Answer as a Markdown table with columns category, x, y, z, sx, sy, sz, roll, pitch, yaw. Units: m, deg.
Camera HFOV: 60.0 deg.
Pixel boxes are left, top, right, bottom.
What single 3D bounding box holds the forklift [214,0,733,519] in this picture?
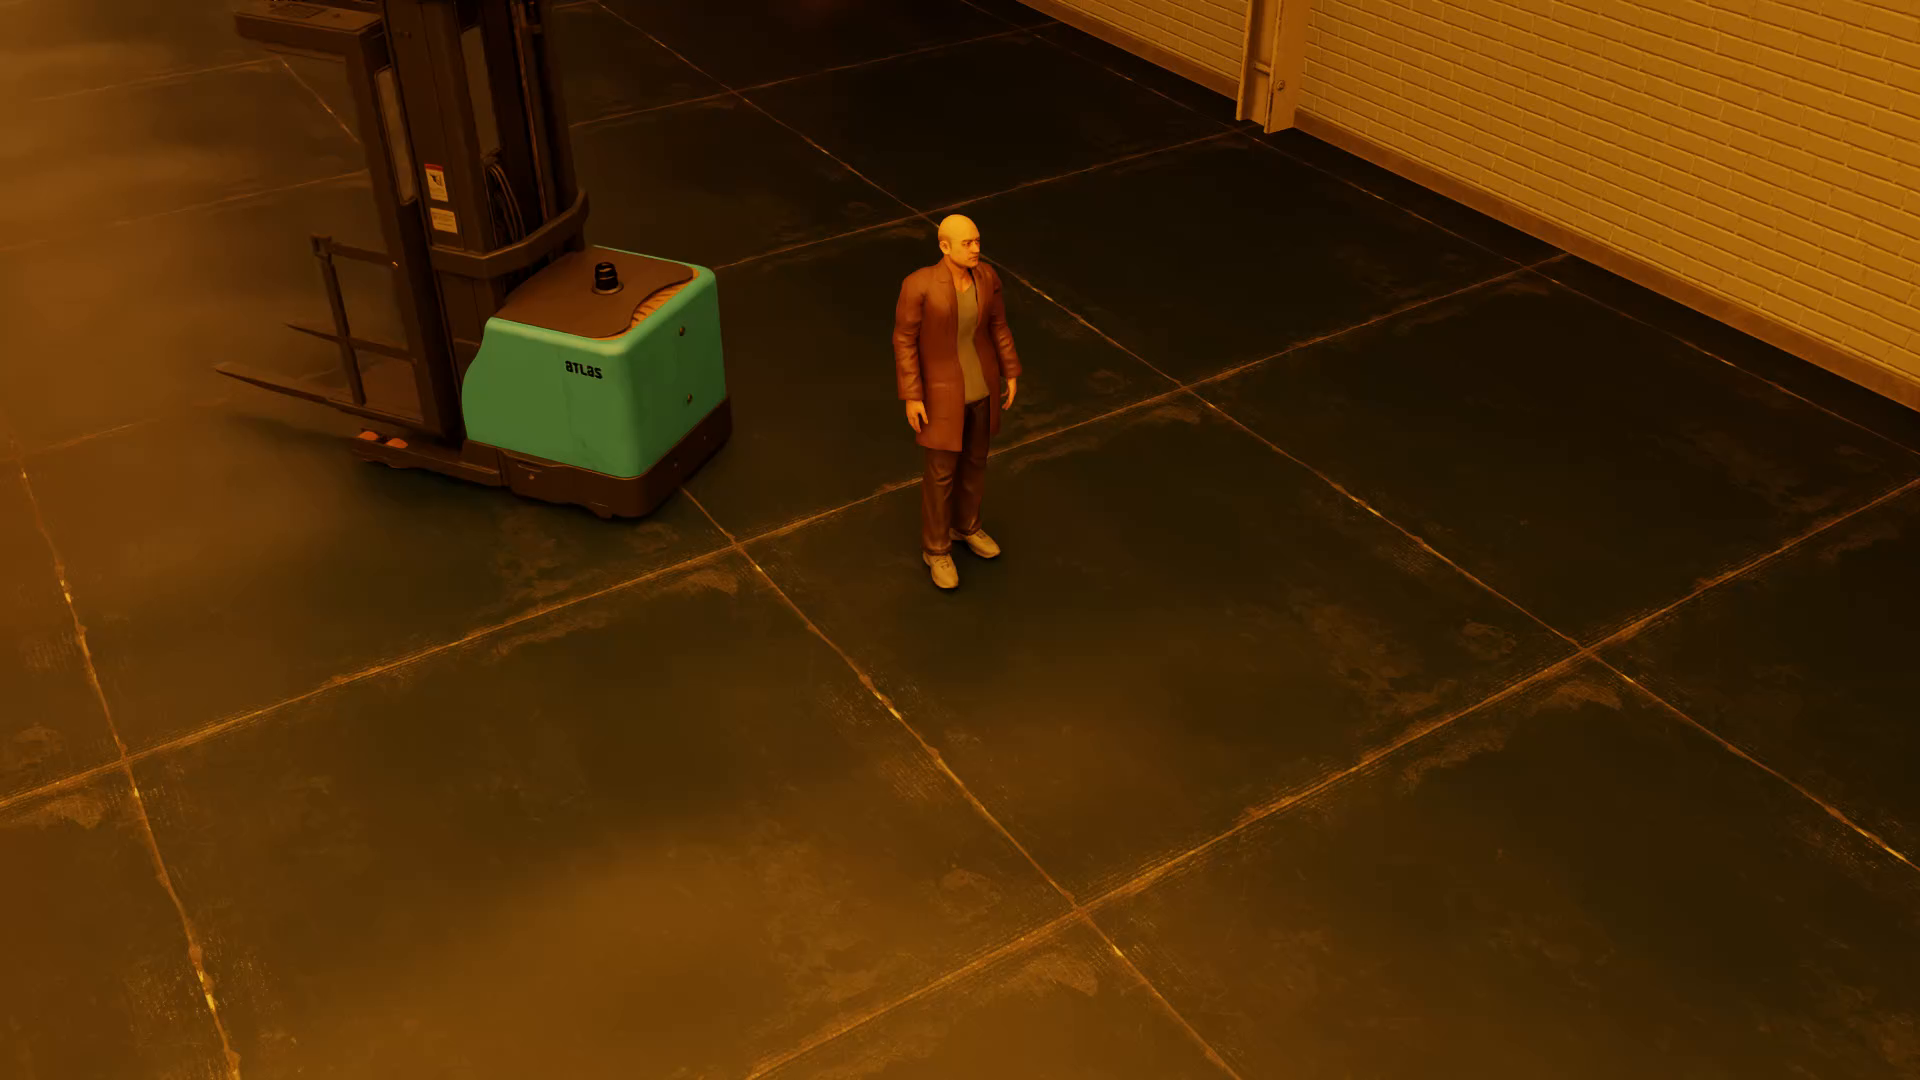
| category | x | y | z | sx | sy | sz | roll | pitch | yaw |
| --- | --- | --- | --- | --- | --- | --- | --- | --- | --- |
| forklift | -2.857 | -1.859 | 8.794 | 3.031 | 2.935 | 1.130 | 14 | 37 | 19 |

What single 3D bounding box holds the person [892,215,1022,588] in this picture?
| category | x | y | z | sx | sy | sz | roll | pitch | yaw |
| --- | --- | --- | --- | --- | --- | --- | --- | --- | --- |
| person | 0.047 | -0.688 | 8.117 | 0.696 | 1.778 | 0.579 | -21 | 40 | -27 |
